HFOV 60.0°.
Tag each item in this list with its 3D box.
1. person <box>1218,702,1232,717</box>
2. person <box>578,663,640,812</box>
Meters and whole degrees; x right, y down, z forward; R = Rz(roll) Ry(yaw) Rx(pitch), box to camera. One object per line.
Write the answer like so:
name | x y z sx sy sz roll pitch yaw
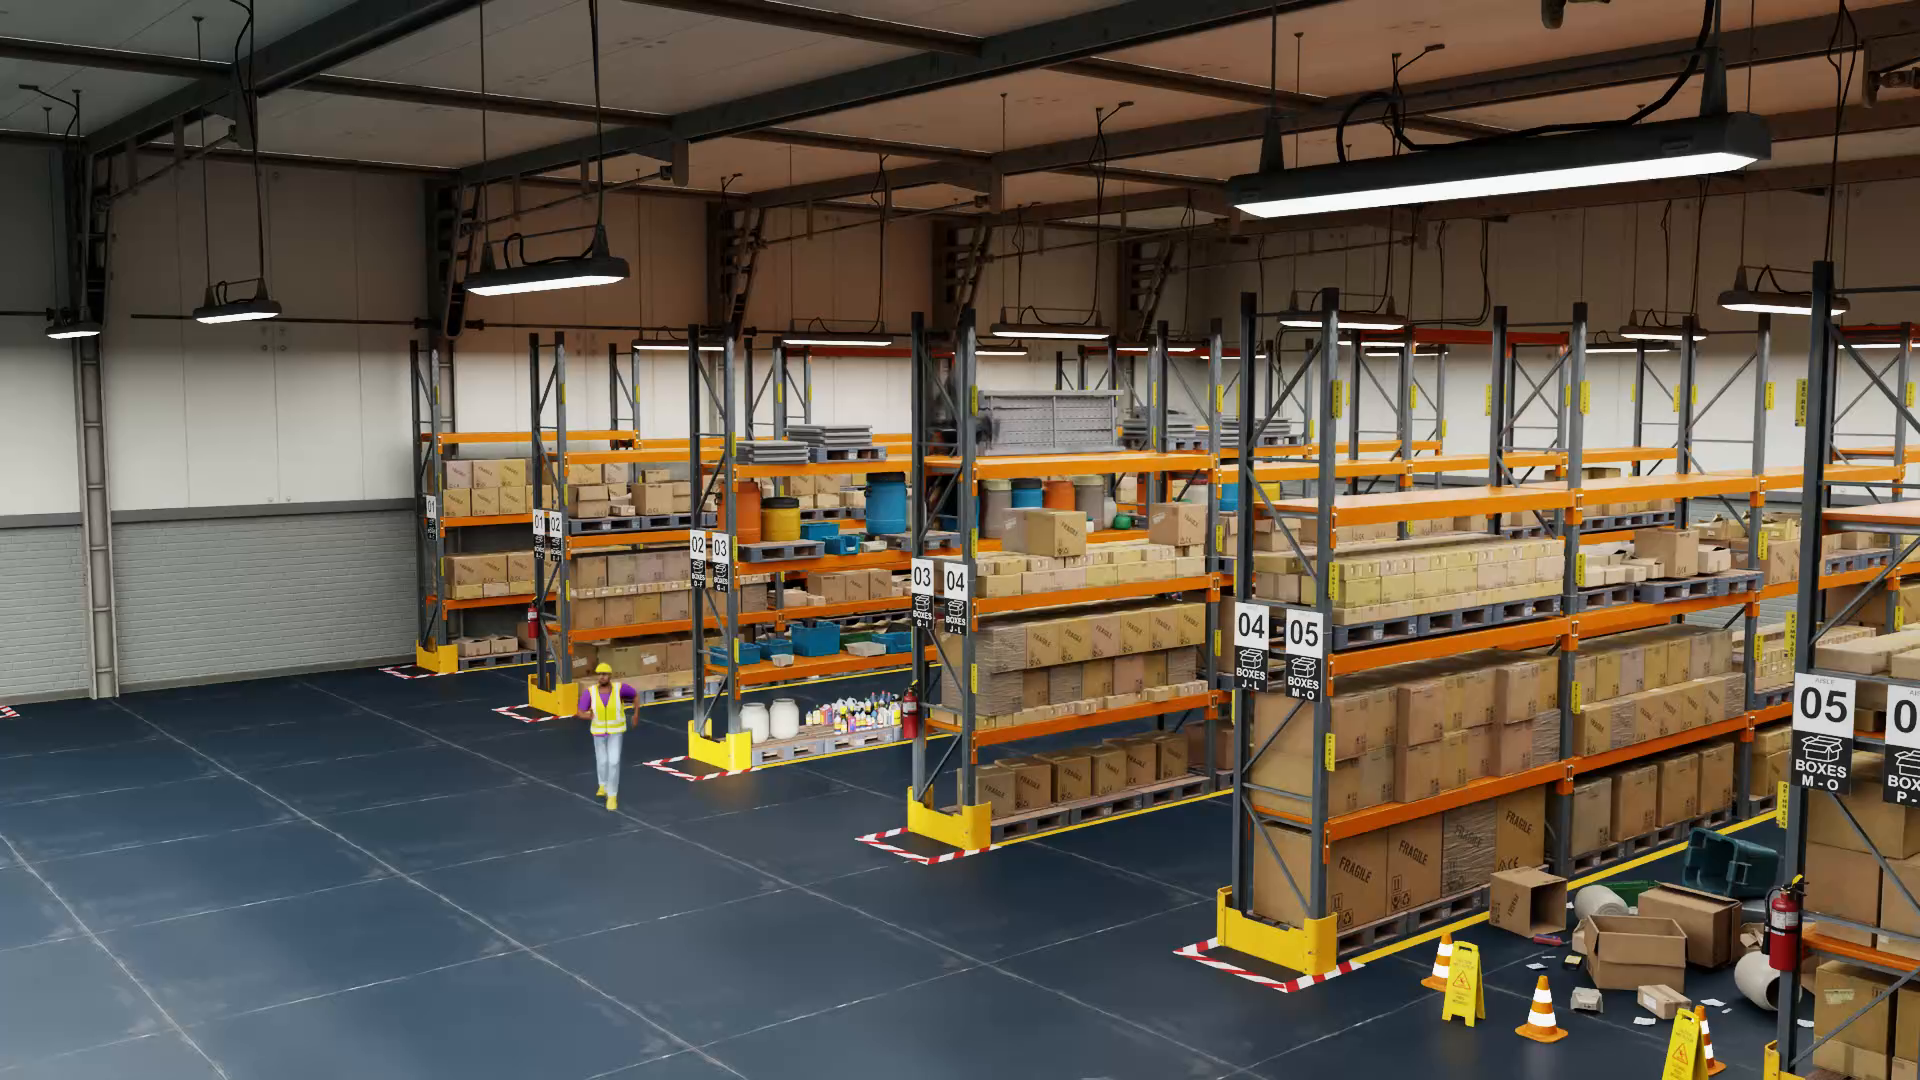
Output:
person | 3.910 2.080 24.814 0.522 1.559 0.555 5 7 44
person | -4.321 2.400 20.474 0.711 1.816 0.898 0 5 -2
